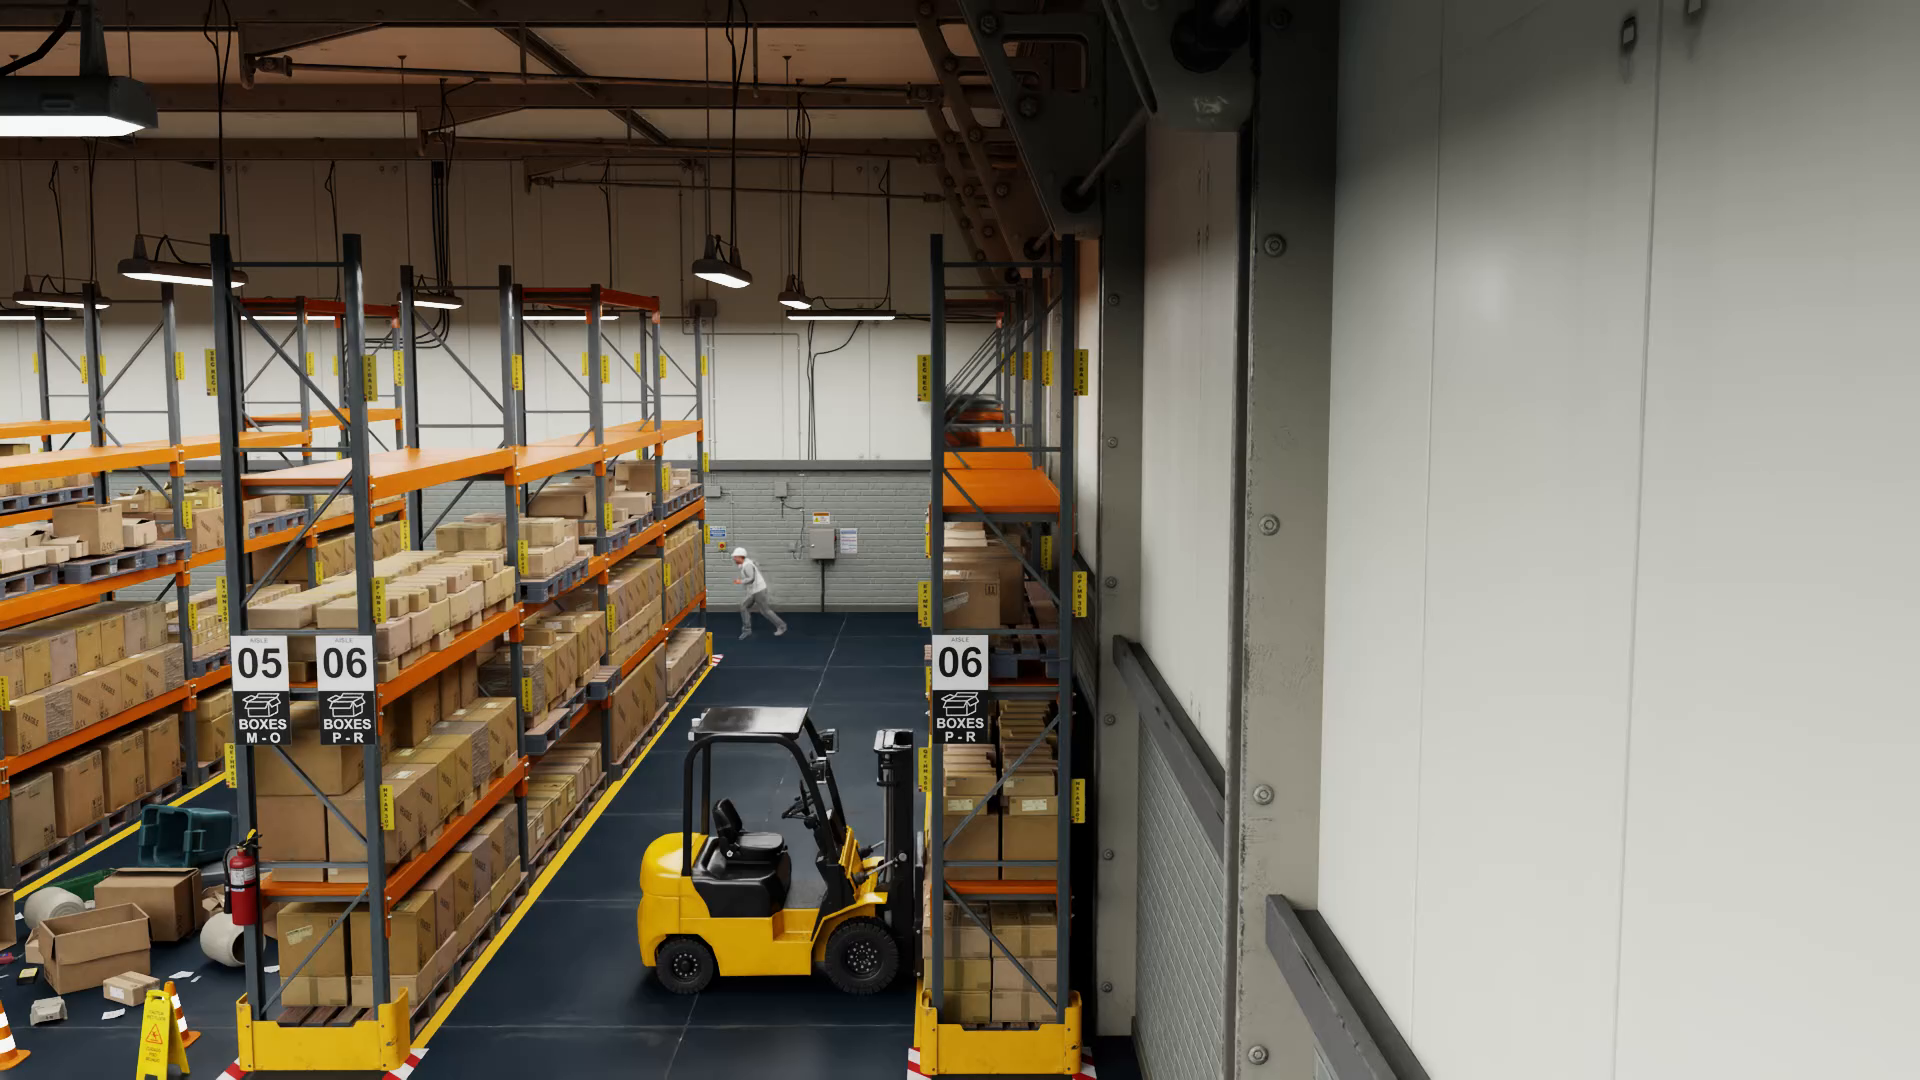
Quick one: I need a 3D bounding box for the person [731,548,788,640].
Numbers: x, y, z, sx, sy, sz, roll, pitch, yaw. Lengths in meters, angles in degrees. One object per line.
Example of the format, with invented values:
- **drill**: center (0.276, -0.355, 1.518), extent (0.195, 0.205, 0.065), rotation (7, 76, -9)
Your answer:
- **person**: center (-3.678, 0.994, 30.468), extent (1.022, 1.734, 0.707), rotation (-1, 6, -7)
